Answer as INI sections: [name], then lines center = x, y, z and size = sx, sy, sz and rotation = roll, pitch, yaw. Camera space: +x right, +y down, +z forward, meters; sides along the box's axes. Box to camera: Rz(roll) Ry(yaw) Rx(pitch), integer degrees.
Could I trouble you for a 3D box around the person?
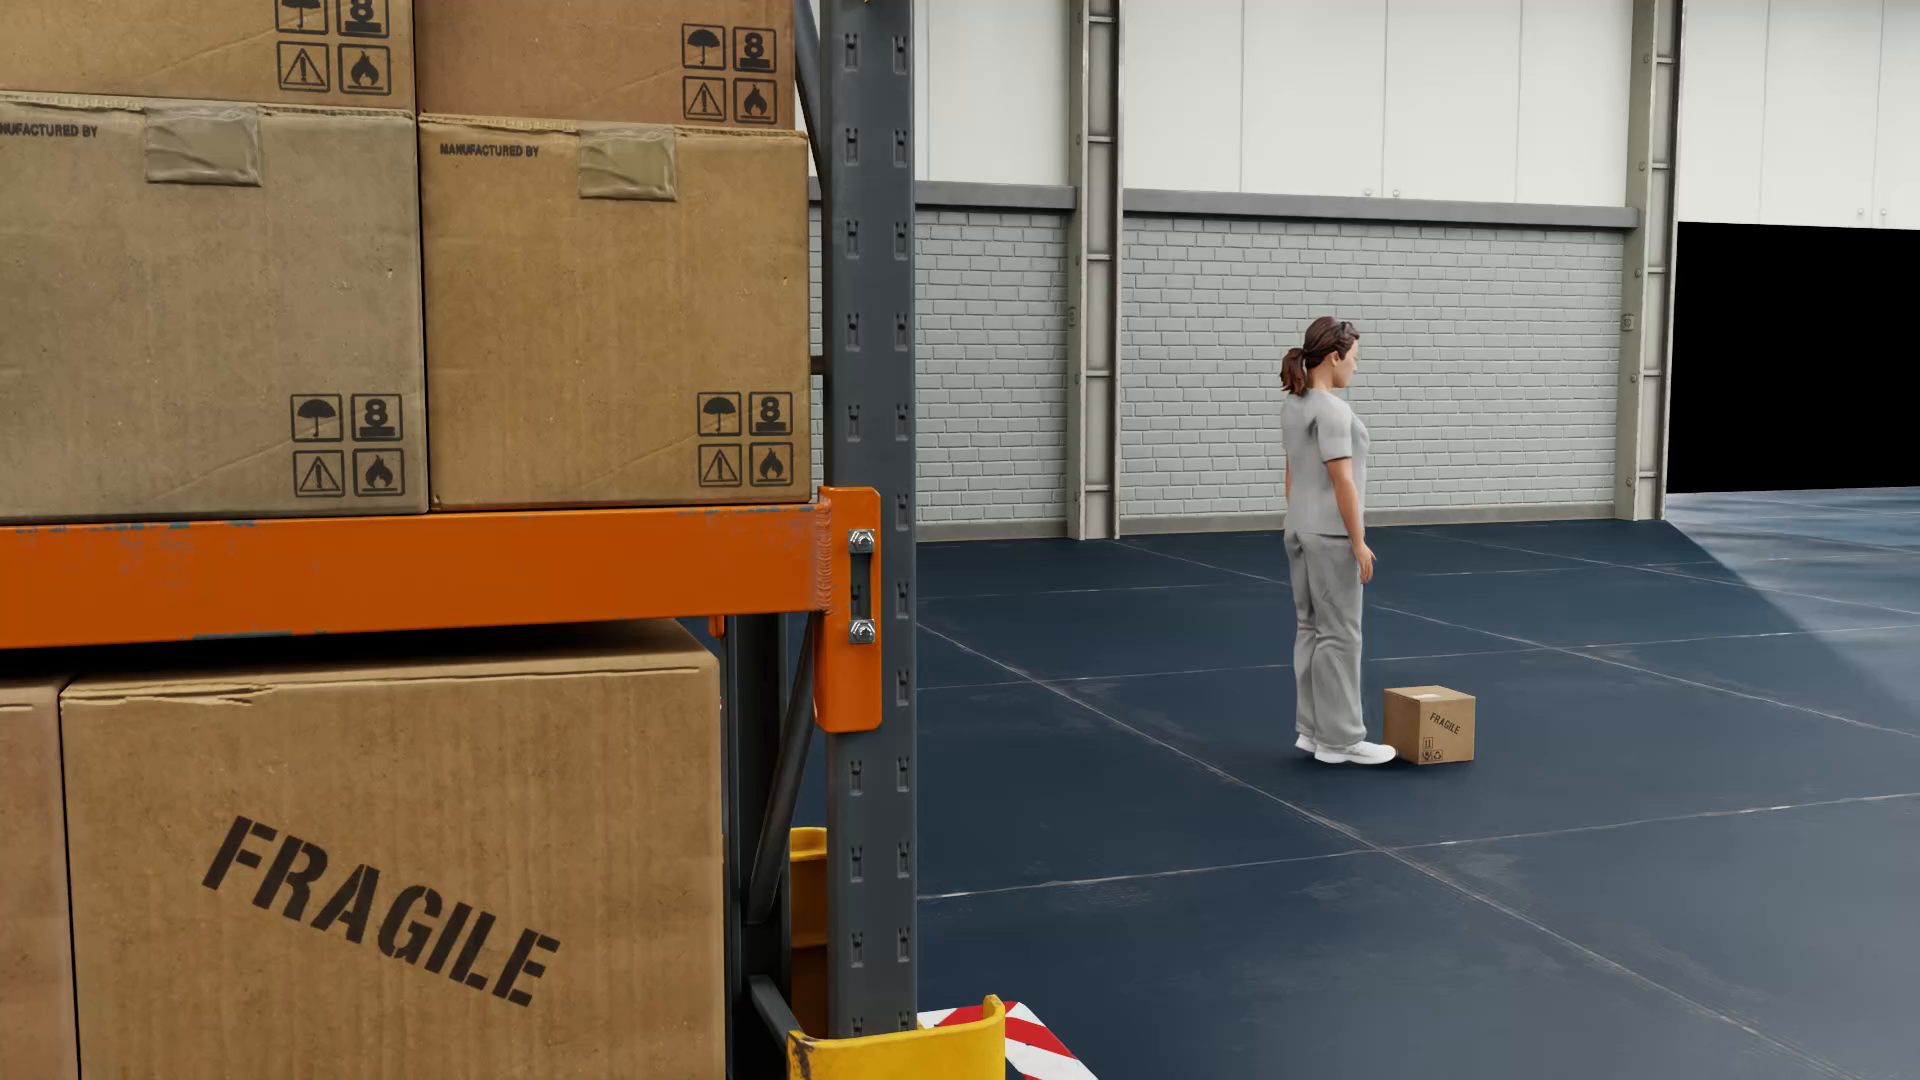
[person]
center = 1.414, 0.020, 6.265
size = 0.460, 1.711, 0.473
rotation = -1, 6, -13
